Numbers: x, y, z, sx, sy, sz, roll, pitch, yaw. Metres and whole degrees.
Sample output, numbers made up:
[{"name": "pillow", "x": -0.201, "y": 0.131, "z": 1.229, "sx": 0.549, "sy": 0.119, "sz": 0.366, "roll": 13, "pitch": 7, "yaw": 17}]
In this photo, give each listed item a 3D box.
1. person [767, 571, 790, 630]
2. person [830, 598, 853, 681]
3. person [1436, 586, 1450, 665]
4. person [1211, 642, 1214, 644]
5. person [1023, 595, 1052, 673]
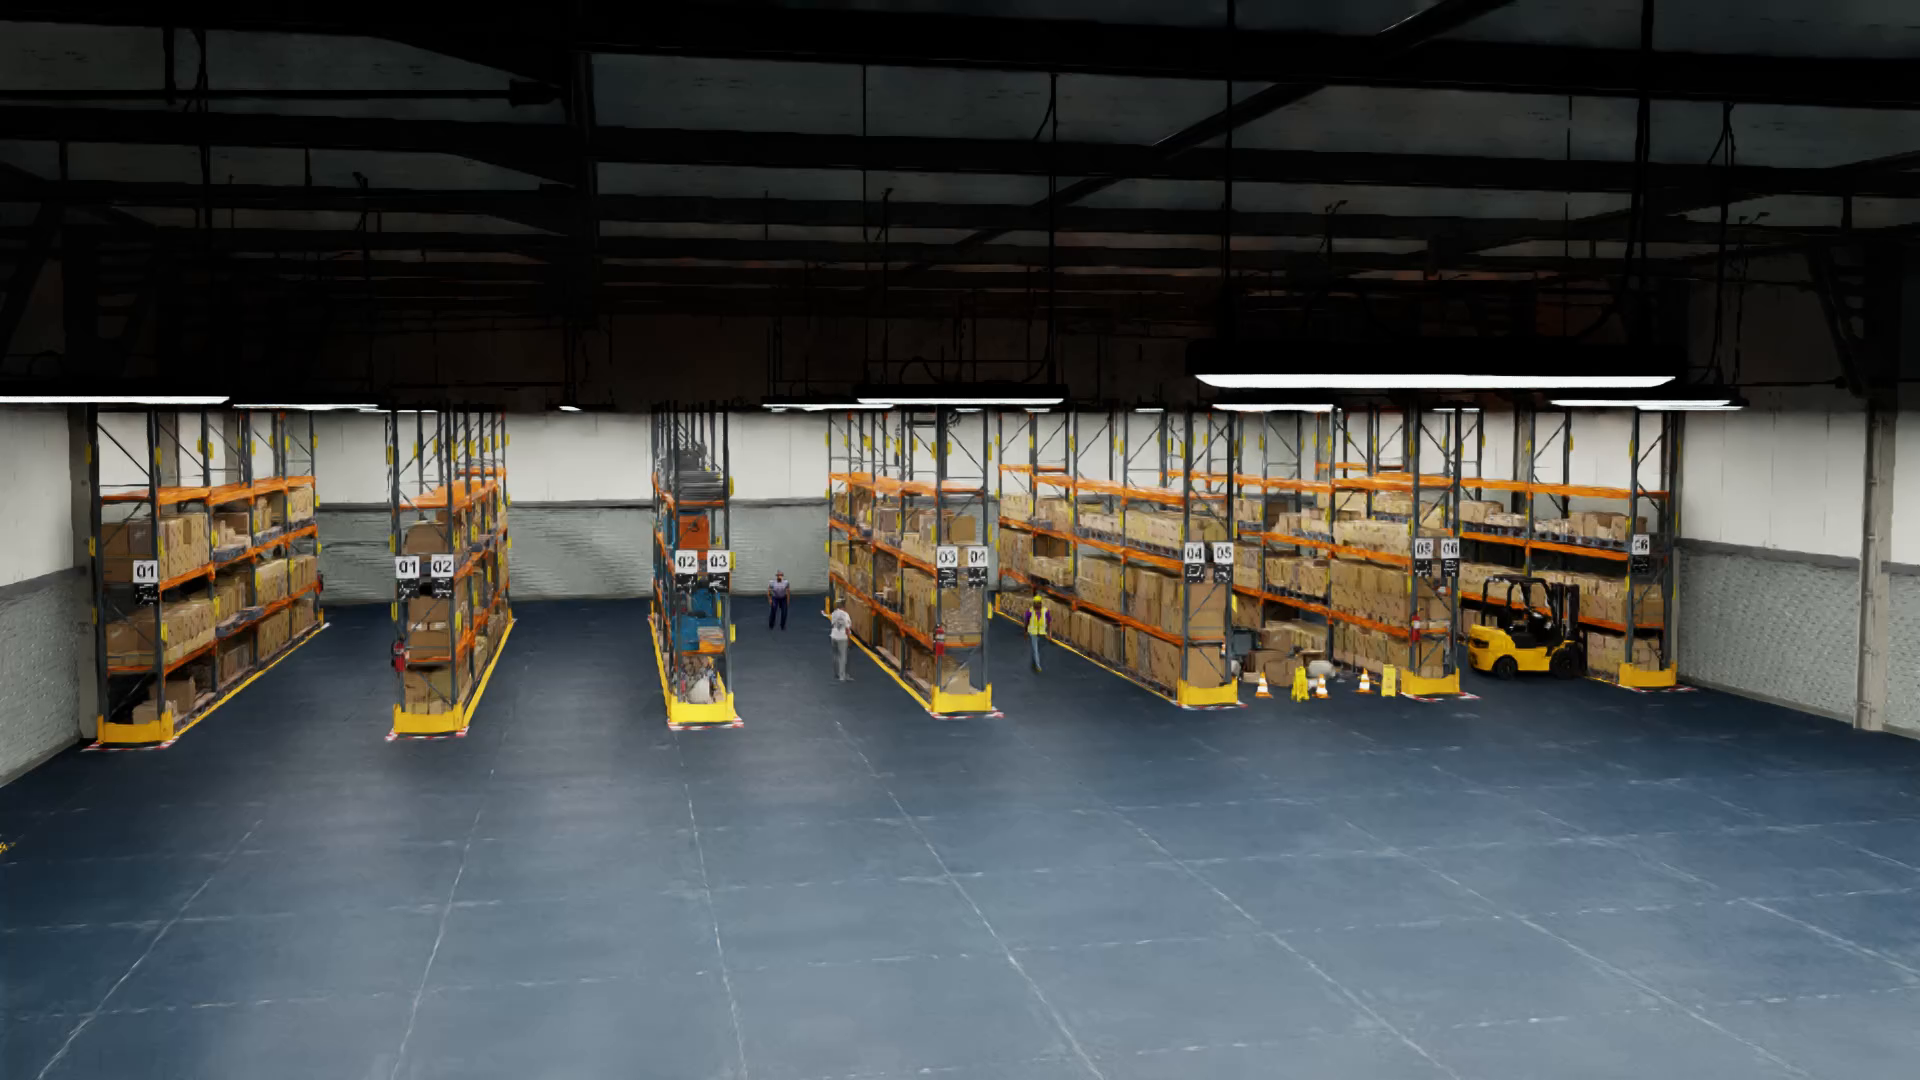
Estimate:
[{"name": "person", "x": -4.831, "y": 1.609, "z": 44.243, "sx": 0.608, "sy": 1.581, "sz": 0.510, "roll": -1, "pitch": 4, "yaw": -14}, {"name": "person", "x": -2.532, "y": 2.132, "z": 35.856, "sx": 0.476, "sy": 1.758, "sz": 0.593, "roll": -4, "pitch": 6, "yaw": -43}, {"name": "person", "x": 10.995, "y": 1.943, "z": 38.109, "sx": 0.577, "sy": 1.785, "sz": 0.655, "roll": 1, "pitch": 5, "yaw": 18}, {"name": "person", "x": 5.833, "y": 1.886, "z": 39.716, "sx": 0.545, "sy": 1.664, "sz": 0.575, "roll": 1, "pitch": 5, "yaw": 18}, {"name": "person", "x": 1.751, "y": 2.076, "z": 37.046, "sx": 0.589, "sy": 1.716, "sz": 1.043, "roll": -1, "pitch": 4, "yaw": -13}]
